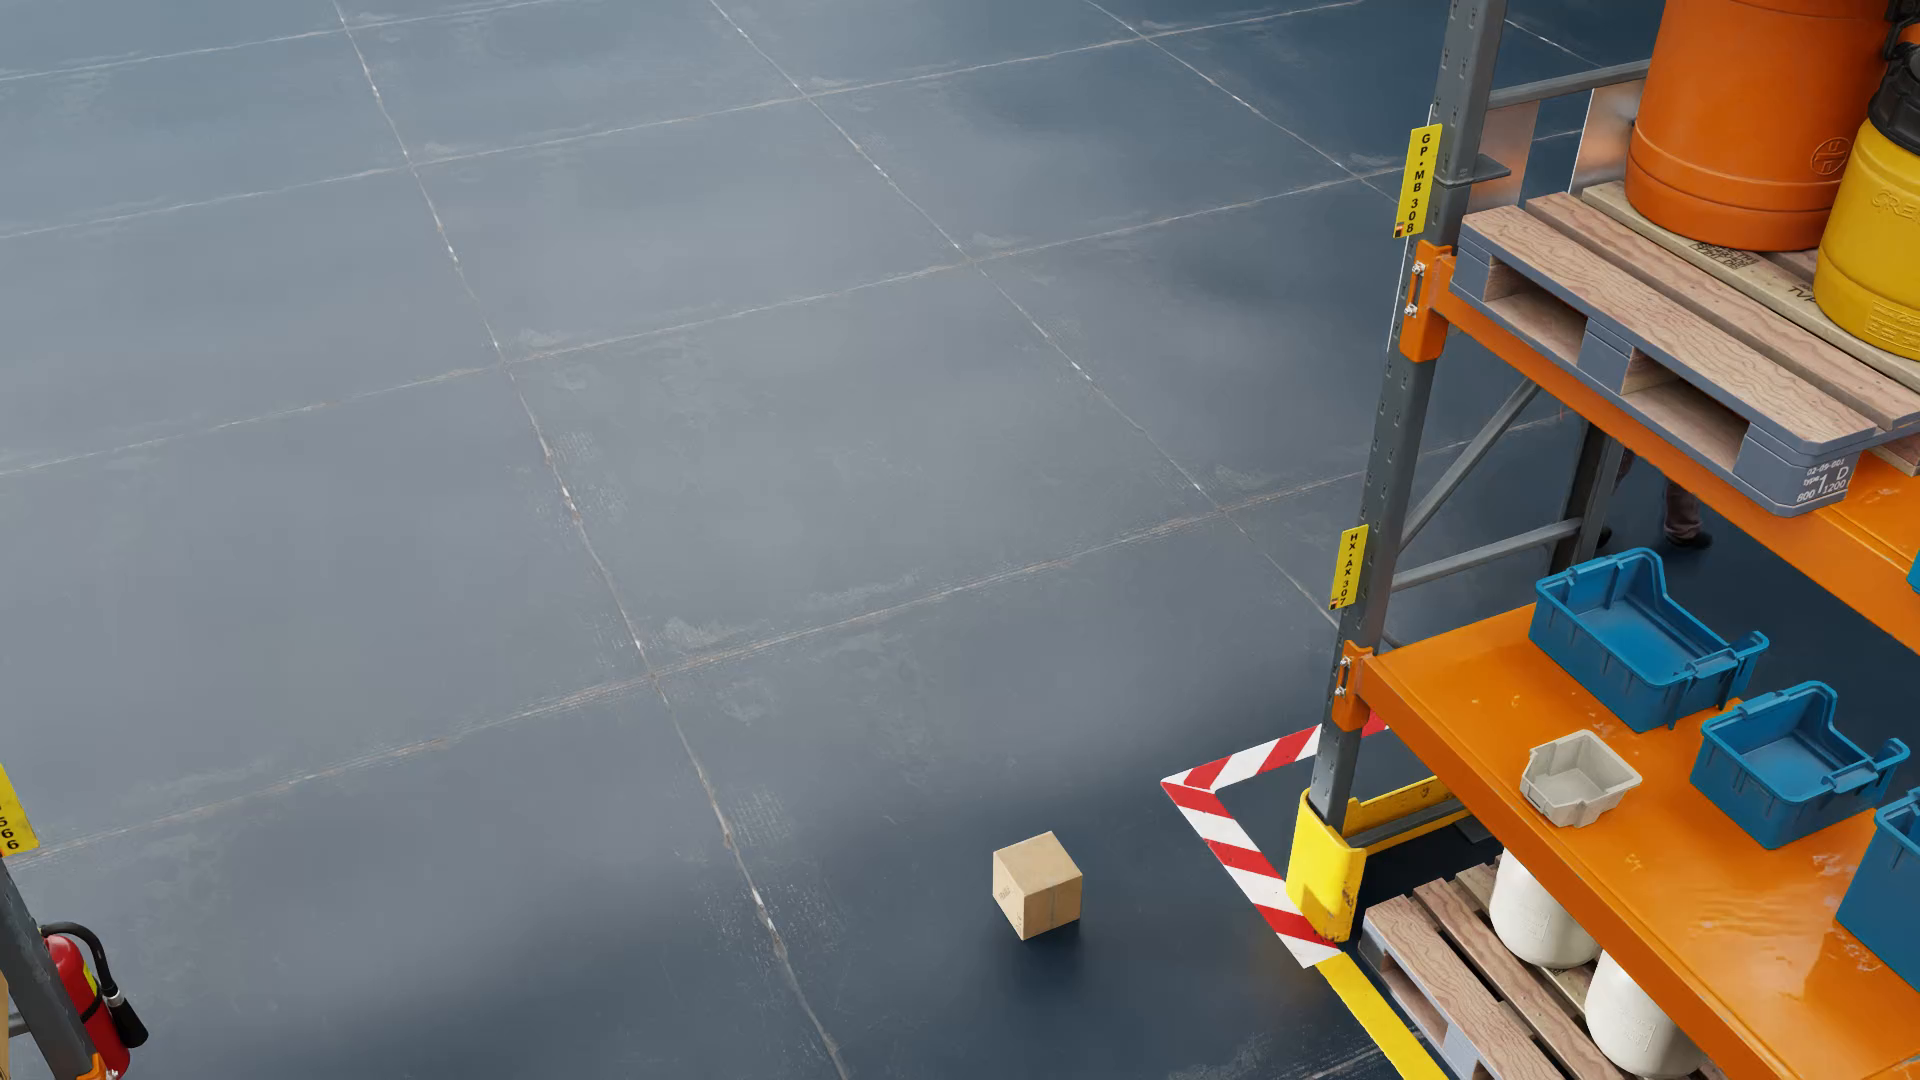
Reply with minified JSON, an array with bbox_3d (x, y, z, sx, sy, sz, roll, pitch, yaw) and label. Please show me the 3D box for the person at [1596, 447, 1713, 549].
[{"bbox_3d":[3.328,-0.668,7.767,0.801,1.737,0.541,-18,40,-22],"label":"person"}]
